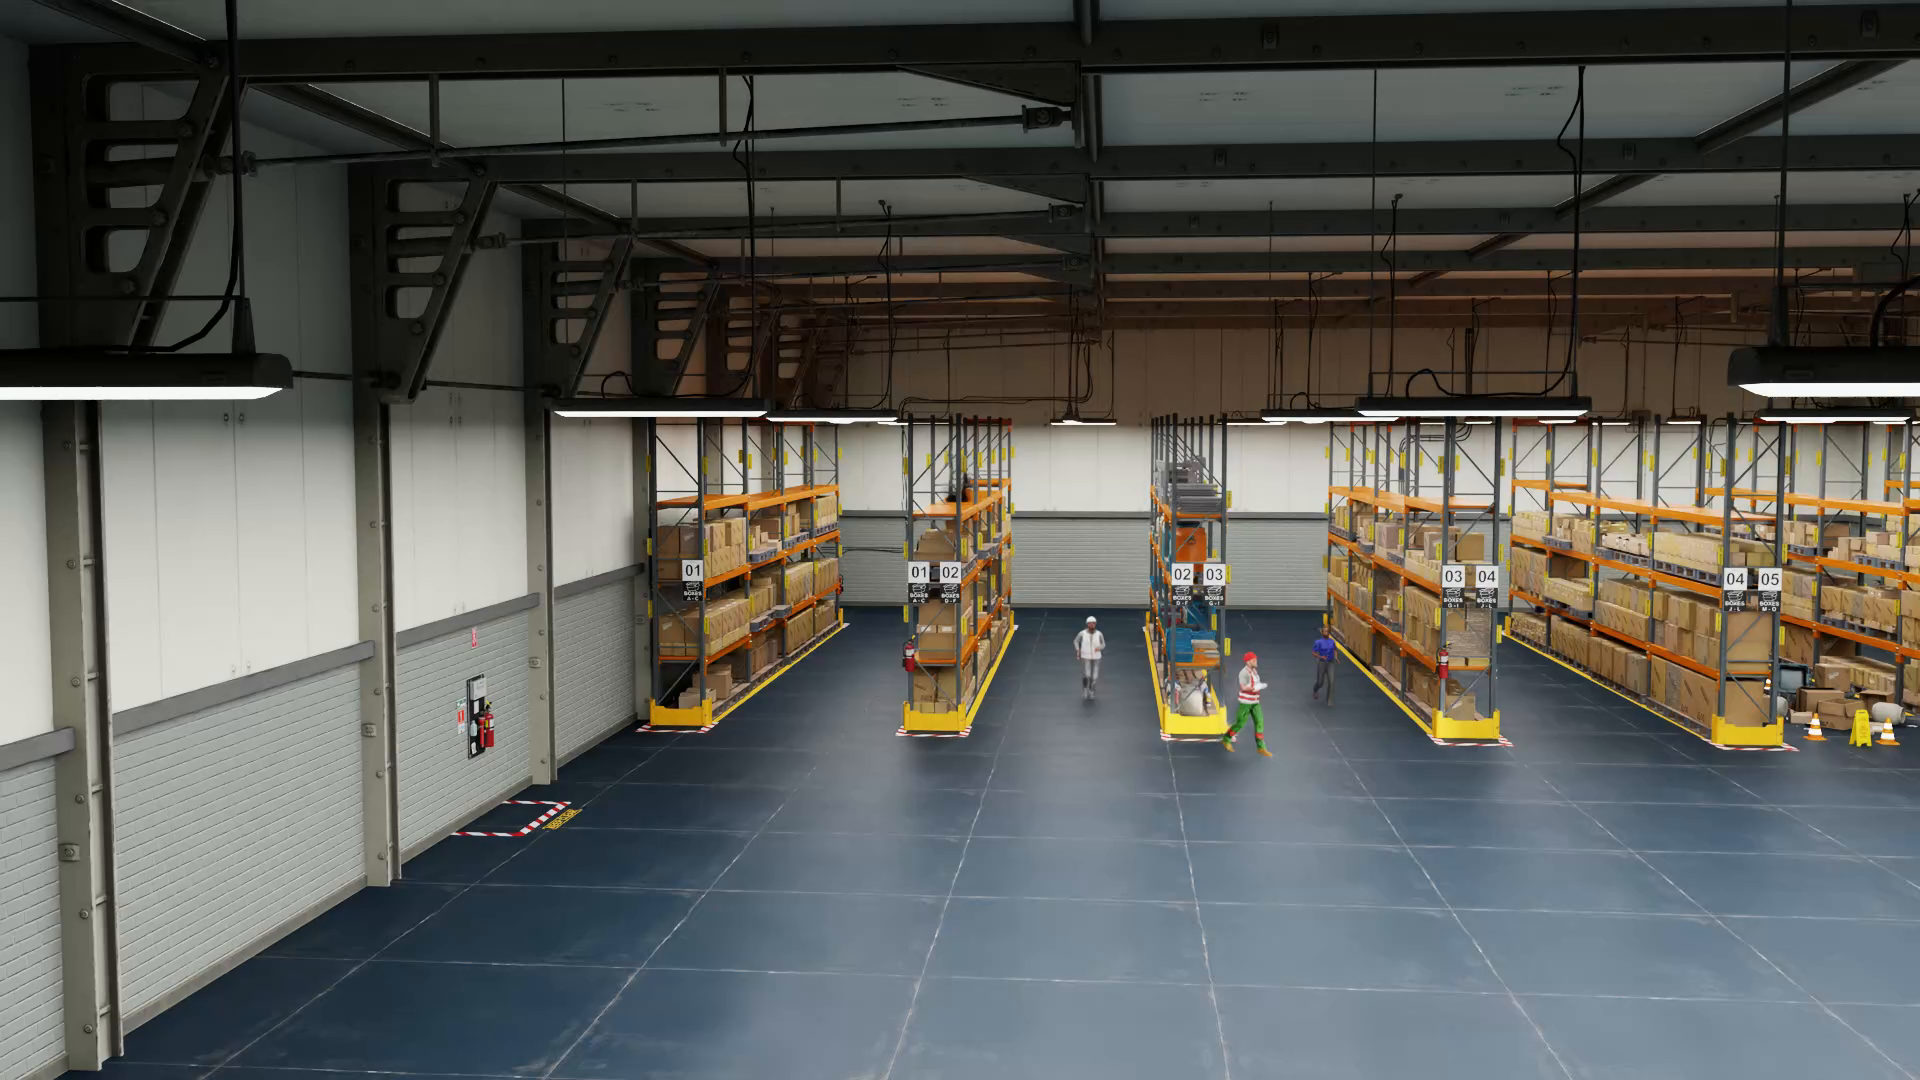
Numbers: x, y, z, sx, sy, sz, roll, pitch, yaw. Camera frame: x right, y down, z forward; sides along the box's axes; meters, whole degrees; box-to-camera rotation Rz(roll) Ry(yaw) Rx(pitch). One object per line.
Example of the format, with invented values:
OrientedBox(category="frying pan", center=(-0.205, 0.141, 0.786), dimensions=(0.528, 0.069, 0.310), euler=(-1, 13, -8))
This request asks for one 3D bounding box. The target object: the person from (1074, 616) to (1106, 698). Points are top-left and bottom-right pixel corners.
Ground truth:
OrientedBox(category="person", center=(2.750, 2.482, 35.016), dimensions=(0.639, 1.736, 0.651), euler=(0, 4, -5))

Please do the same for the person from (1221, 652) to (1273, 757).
OrientedBox(category="person", center=(5.024, 2.841, 28.977), dimensions=(0.975, 1.786, 0.656), euler=(3, 5, 42))

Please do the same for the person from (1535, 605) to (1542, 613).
OrientedBox(category="person", center=(16.522, 1.757, 47.322), dimensions=(0.725, 1.616, 0.758), euler=(3, 5, 41))

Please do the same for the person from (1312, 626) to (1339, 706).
OrientedBox(category="person", center=(7.570, 2.594, 34.418), dimensions=(0.590, 1.617, 0.790), euler=(0, 4, -7))
